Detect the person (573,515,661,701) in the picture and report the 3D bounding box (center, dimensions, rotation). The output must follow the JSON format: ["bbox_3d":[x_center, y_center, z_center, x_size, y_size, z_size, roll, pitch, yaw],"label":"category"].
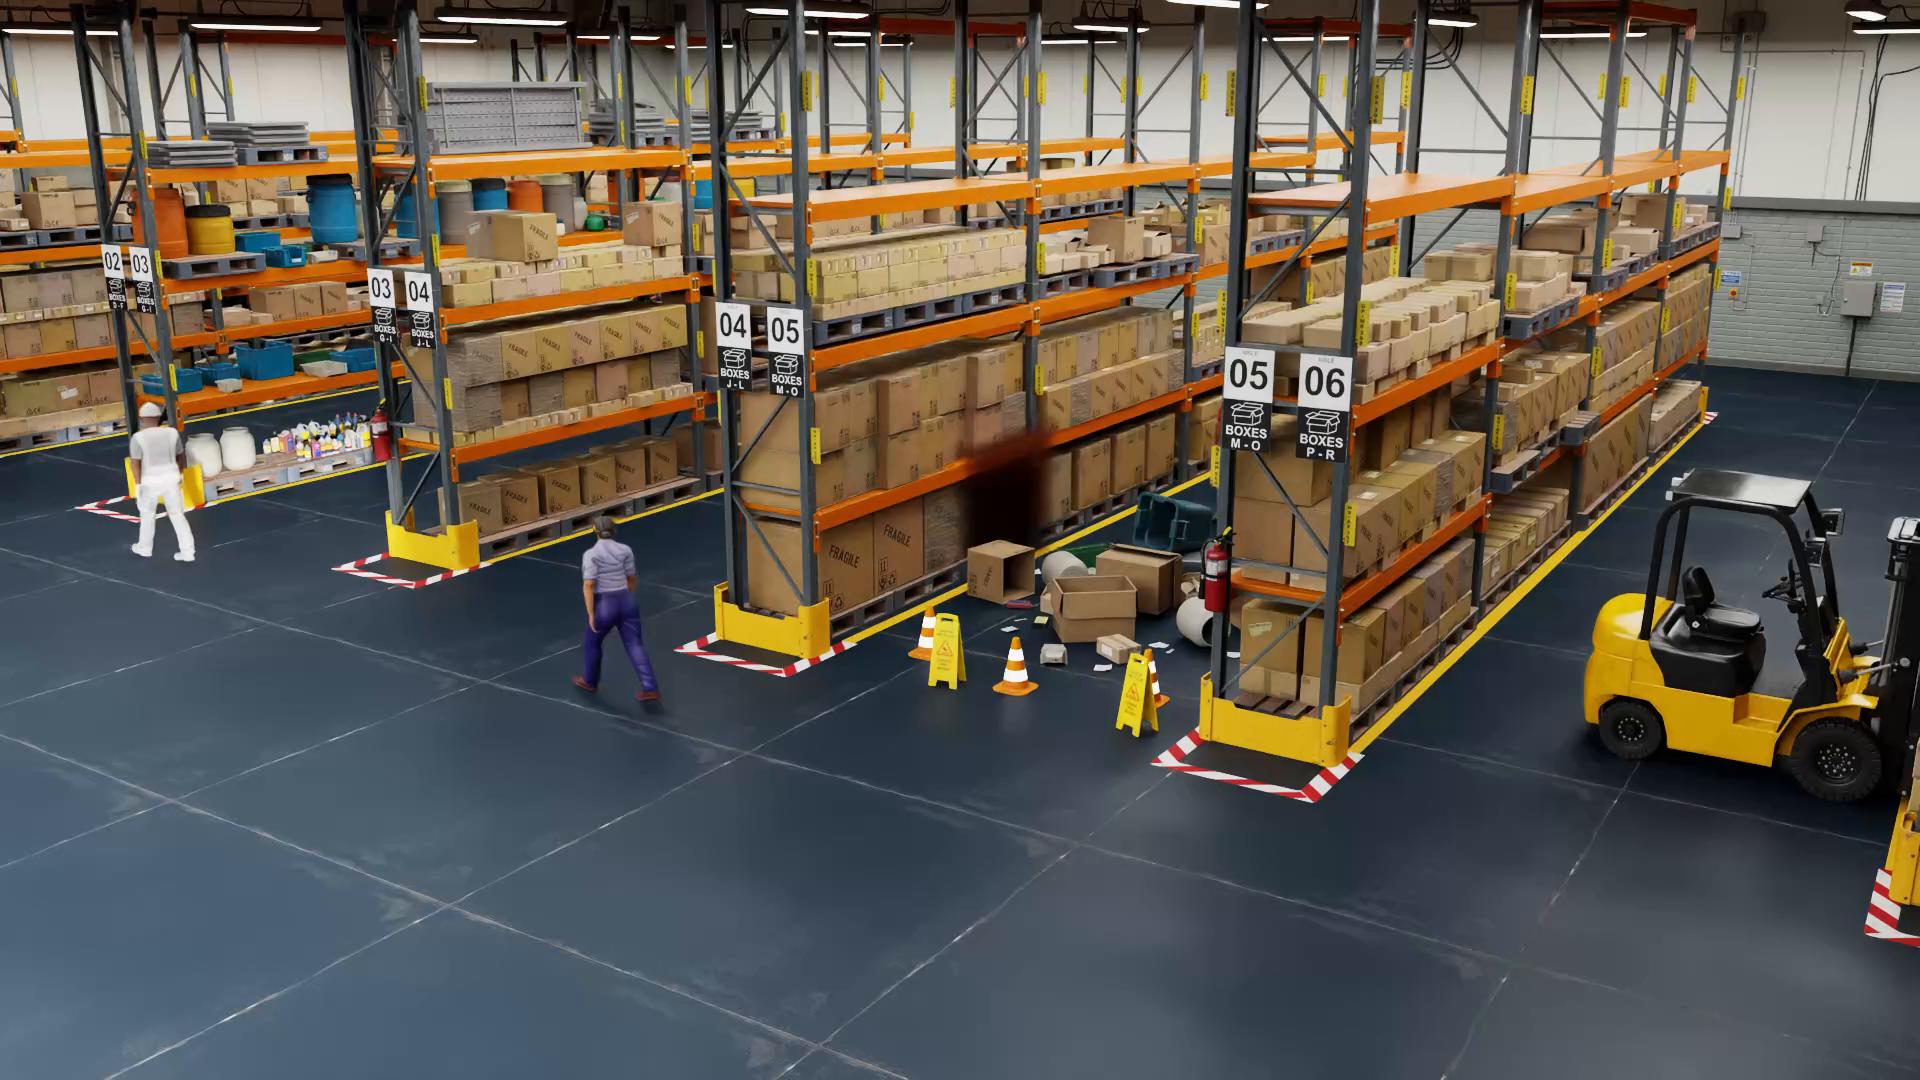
[{"bbox_3d":[-2.969,0.583,14.125,0.493,1.590,1.042,-13,20,-40],"label":"person"}]

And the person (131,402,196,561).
[{"bbox_3d":[-8.816,-0.646,18.293,0.577,1.752,0.905,-14,21,-40],"label":"person"}]

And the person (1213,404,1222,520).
[{"bbox_3d":[3.333,-1.065,19.911,0.610,1.710,0.599,3,16,9],"label":"person"}]
